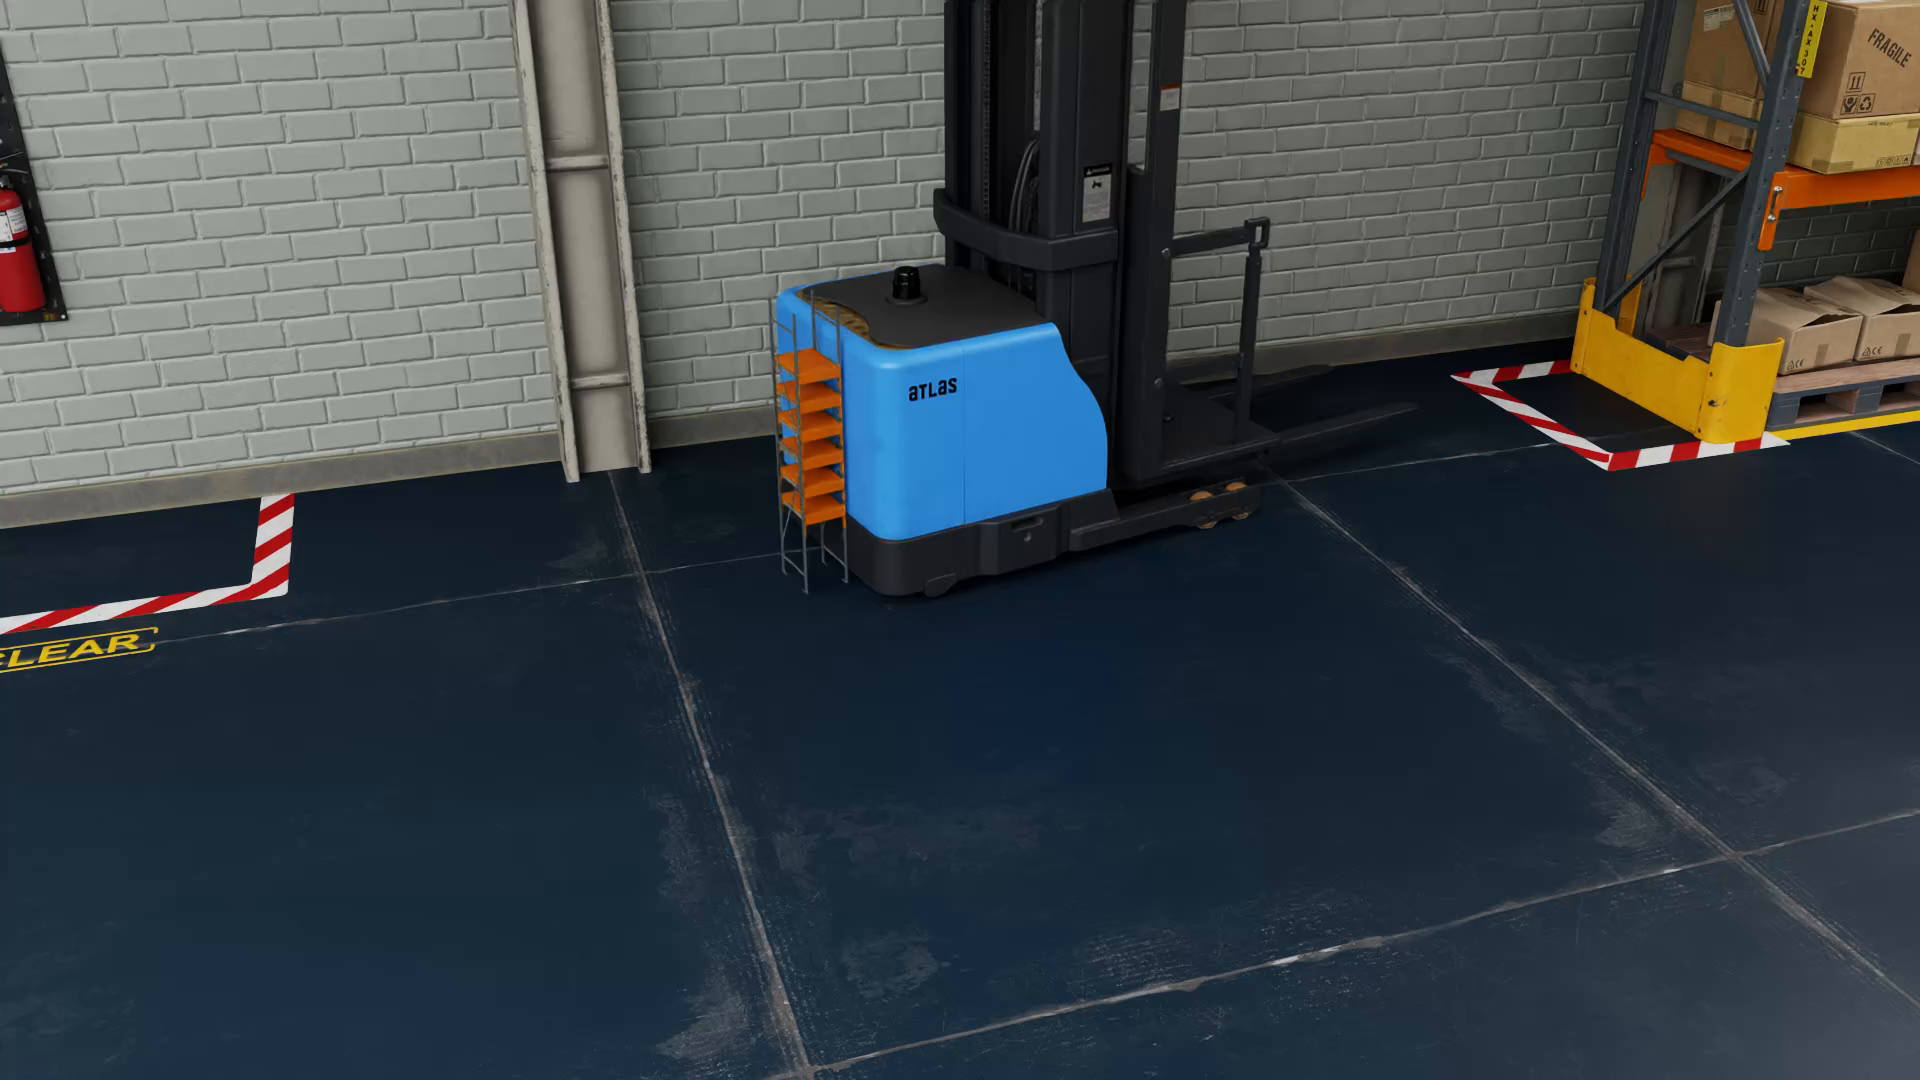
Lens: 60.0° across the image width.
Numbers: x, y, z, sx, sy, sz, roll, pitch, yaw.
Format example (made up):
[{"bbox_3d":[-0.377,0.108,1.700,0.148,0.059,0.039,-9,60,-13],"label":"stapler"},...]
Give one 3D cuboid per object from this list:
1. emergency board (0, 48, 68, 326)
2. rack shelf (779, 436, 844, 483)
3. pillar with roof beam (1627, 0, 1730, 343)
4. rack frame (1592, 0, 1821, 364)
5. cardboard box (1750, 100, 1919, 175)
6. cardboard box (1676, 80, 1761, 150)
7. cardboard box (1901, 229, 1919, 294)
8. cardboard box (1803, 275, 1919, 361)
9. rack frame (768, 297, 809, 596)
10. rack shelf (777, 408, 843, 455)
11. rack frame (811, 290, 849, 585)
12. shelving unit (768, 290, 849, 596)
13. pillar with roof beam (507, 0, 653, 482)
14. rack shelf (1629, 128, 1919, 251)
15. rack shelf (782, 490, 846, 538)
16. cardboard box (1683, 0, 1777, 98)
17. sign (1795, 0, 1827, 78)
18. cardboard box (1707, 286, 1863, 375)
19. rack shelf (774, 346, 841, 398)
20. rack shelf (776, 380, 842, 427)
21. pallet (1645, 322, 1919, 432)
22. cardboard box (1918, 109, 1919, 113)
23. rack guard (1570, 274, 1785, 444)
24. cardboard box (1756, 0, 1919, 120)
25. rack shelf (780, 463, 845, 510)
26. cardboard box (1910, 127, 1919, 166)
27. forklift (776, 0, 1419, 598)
[{"bbox_3d":[-4.058,-1.381,6.658,0.643,1.169,0.194,-8,28,-16],"label":"emergency board"},{"bbox_3d":[-0.603,-0.338,6.681,0.180,0.103,0.258,-15,30,-27],"label":"rack shelf"},{"bbox_3d":[5.341,-3.398,3.975,0.400,9.000,9.100,-8,28,-16],"label":"pillar with roof beam"},{"bbox_3d":[3.610,-2.069,8.044,0.127,3.000,1.000,-8,28,-16],"label":"rack frame"},{"bbox_3d":[4.173,-1.944,7.938,0.500,0.250,0.500,-9,28,-18],"label":"cardboard box"},{"bbox_3d":[3.995,-2.157,8.368,0.500,0.250,0.500,-8,27,-15],"label":"cardboard box"},{"bbox_3d":[5.551,-1.362,8.937,0.500,0.500,0.700,-10,28,-19],"label":"cardboard box"},{"bbox_3d":[4.838,-1.197,8.818,0.500,0.311,0.500,-6,27,-12],"label":"cardboard box"},{"bbox_3d":[-0.682,-0.357,6.620,0.006,1.200,0.240,-15,30,-27],"label":"rack frame"},{"bbox_3d":[-0.603,-0.445,6.628,0.180,0.103,0.258,-15,30,-27],"label":"rack shelf"},{"bbox_3d":[-0.524,-0.398,6.703,0.006,1.200,0.240,-15,30,-27],"label":"rack frame"},{"bbox_3d":[-0.603,-0.378,6.661,0.189,1.200,0.258,-15,30,-27],"label":"shelving unit"},{"bbox_3d":[-0.364,-2.572,2.310,0.400,9.000,9.100,-8,28,-16],"label":"pillar with roof beam"},{"bbox_3d":[5.512,-2.022,8.759,4.000,0.370,1.077,-8,28,-16],"label":"rack shelf"},{"bbox_3d":[-0.603,-0.123,6.788,0.180,0.103,0.258,-15,30,-27],"label":"rack shelf"},{"bbox_3d":[3.993,-2.501,8.218,0.500,0.500,0.500,-9,28,-17],"label":"cardboard box"},{"bbox_3d":[3.779,-2.227,7.390,0.005,0.325,0.100,-8,28,-16],"label":"sign"},{"bbox_3d":[4.296,-1.119,8.660,0.500,0.311,0.500,-12,29,-22],"label":"cardboard box"},{"bbox_3d":[-0.603,-0.660,6.521,0.180,0.103,0.258,-15,30,-27],"label":"rack shelf"},{"bbox_3d":[-0.603,-0.553,6.574,0.180,0.103,0.258,-15,30,-27],"label":"rack shelf"},{"bbox_3d":[4.466,-0.927,8.881,1.213,0.211,1.003,-8,28,-16],"label":"pallet"},{"bbox_3d":[4.630,-2.349,7.911,0.500,0.500,0.500,-8,28,-16],"label":"cardboard box"},{"bbox_3d":[3.683,-0.960,8.621,0.348,0.500,1.175,-8,28,-16],"label":"rack guard"},{"bbox_3d":[4.157,-2.285,7.783,0.500,0.500,0.500,-8,28,-16],"label":"cardboard box"},{"bbox_3d":[-0.603,-0.230,6.734,0.180,0.103,0.258,-15,30,-27],"label":"rack shelf"},{"bbox_3d":[4.662,-2.021,8.094,0.500,0.250,0.500,-9,28,-18],"label":"cardboard box"},{"bbox_3d":[0.749,-1.548,7.071,3.031,2.935,1.130,-15,30,-27],"label":"forklift"}]
